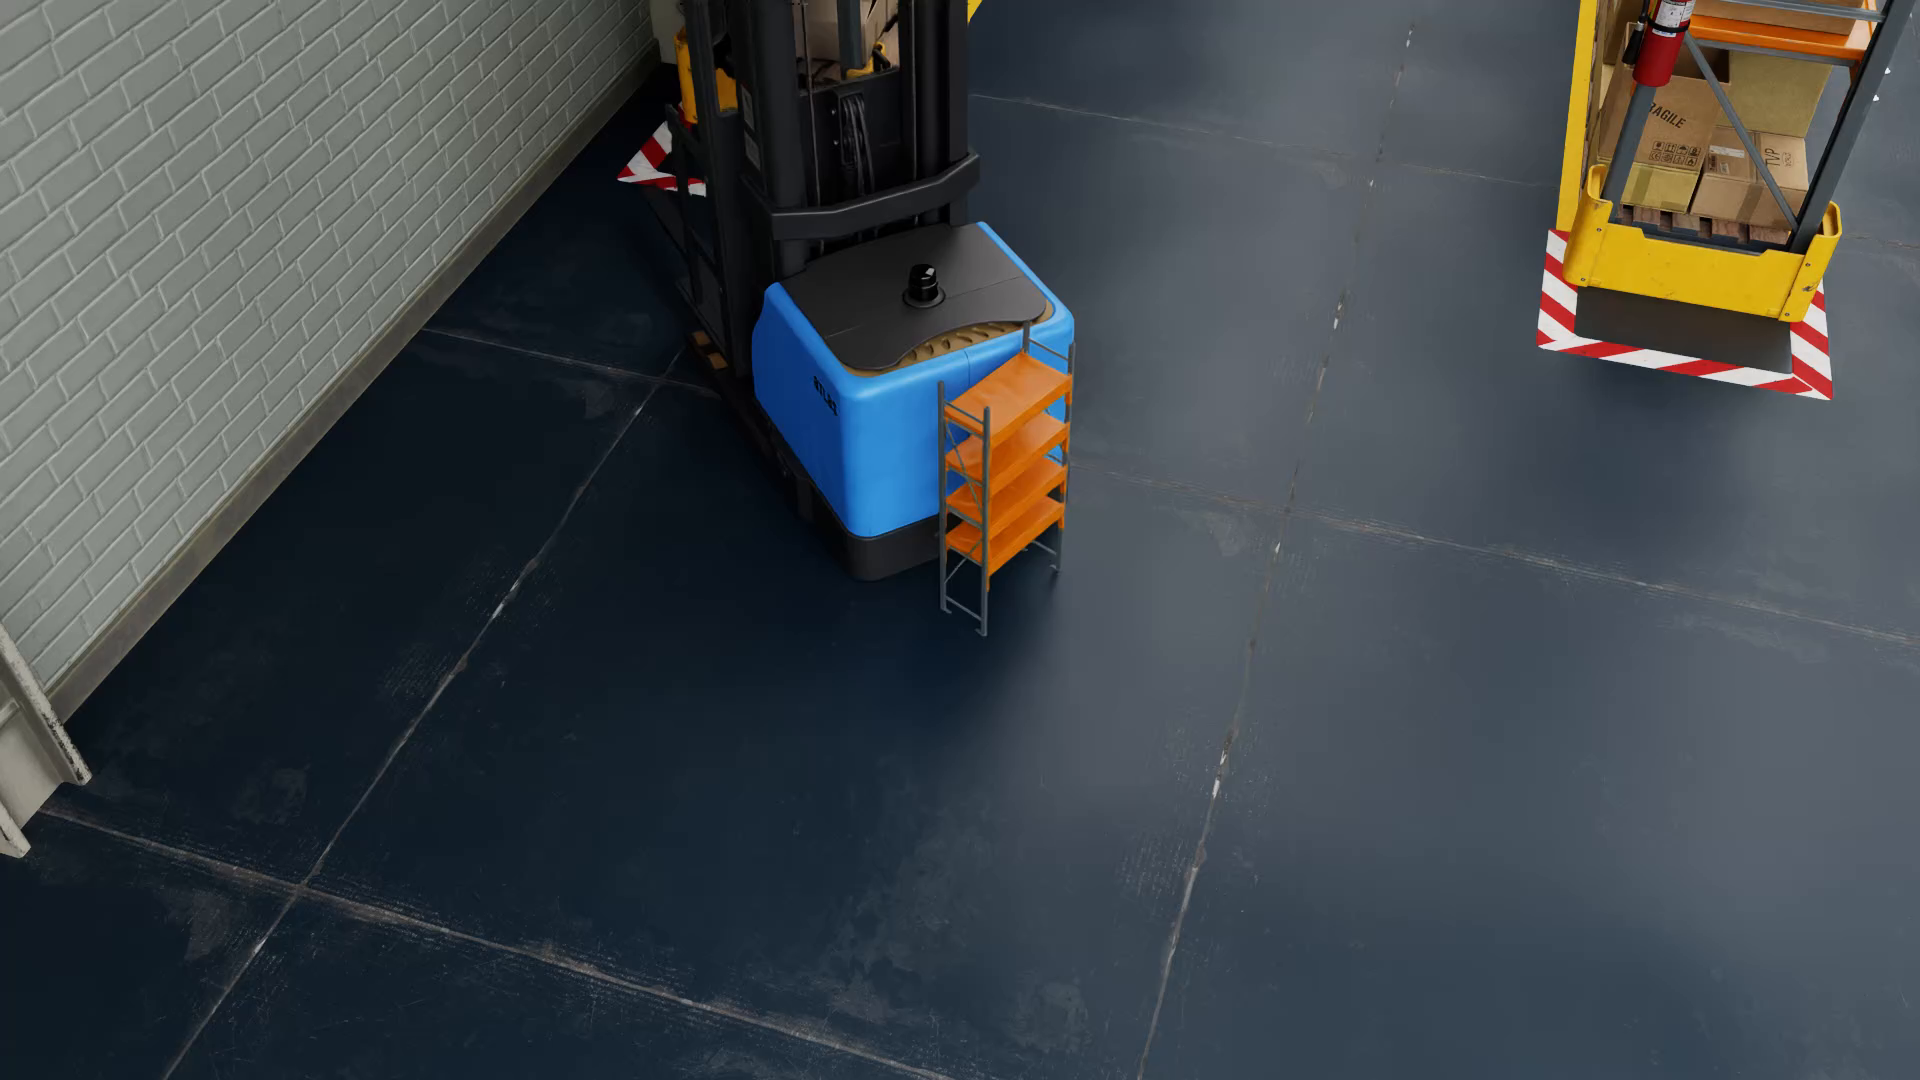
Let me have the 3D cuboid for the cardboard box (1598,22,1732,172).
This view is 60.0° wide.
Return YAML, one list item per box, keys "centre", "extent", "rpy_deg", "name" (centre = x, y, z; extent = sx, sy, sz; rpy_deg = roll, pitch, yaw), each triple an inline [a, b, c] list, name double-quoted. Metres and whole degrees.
- centre: [3.568, -2.251, 8.434]
  extent: [0.500, 0.500, 0.500]
  rpy_deg: [13, 46, 13]
  name: "cardboard box"

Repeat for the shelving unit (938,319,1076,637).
- centre: [0.174, -0.222, 6.518]
  extent: [0.258, 1.200, 0.503]
  rpy_deg: [31, 52, 28]
  name: "shelving unit"

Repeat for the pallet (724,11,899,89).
- centre: [-0.731, -3.029, 10.094]
  extent: [1.003, 0.211, 1.213]
  rpy_deg: [13, 46, 13]
  name: "pallet"

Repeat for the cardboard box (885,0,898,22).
- centre: [-0.565, -3.460, 10.148]
  extent: [0.500, 0.311, 0.500]
  rpy_deg: [16, 47, 16]
  name: "cardboard box"

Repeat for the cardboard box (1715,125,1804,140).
- centre: [4.211, -2.206, 8.925]
  extent: [0.500, 0.250, 0.500]
  rpy_deg: [13, 46, 13]
  name: "cardboard box"

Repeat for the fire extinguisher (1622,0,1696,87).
- centre: [3.210, -2.387, 7.499]
  extent: [0.296, 0.674, 0.183]
  rpy_deg: [13, 46, 13]
  name: "fire extinguisher"

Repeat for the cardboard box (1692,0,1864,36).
- centre: [3.843, -2.739, 7.732]
  extent: [0.700, 0.500, 0.500]
  rpy_deg: [13, 46, 13]
  name: "cardboard box"

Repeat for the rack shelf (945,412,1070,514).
- centre: [0.174, -0.333, 6.408]
  extent: [0.258, 0.148, 0.480]
  rpy_deg: [31, 52, 28]
  name: "rack shelf"

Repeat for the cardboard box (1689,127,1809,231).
- centre: [4.063, -1.872, 8.583]
  extent: [0.500, 0.250, 0.500]
  rpy_deg: [13, 46, 13]
  name: "cardboard box"

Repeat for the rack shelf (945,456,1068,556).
- centre: [0.174, -0.174, 6.565]
  extent: [0.258, 0.148, 0.480]
  rpy_deg: [31, 52, 28]
  name: "rack shelf"

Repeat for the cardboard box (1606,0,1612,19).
- centre: [4.009, -3.253, 9.458]
  extent: [0.500, 0.500, 0.500]
  rpy_deg: [13, 46, 13]
  name: "cardboard box"

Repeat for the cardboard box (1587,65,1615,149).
- centre: [3.710, -2.318, 9.039]
  extent: [0.500, 0.250, 0.500]
  rpy_deg: [13, 46, 13]
  name: "cardboard box"

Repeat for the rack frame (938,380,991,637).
- centre: [0.014, -0.093, 6.386]
  extent: [0.240, 1.200, 0.015]
  rpy_deg: [31, 52, 28]
  name: "rack frame"

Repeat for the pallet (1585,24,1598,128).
- centre: [4.252, -2.727, 9.785]
  extent: [1.003, 0.211, 1.213]
  rpy_deg: [13, 46, 13]
  name: "pallet"

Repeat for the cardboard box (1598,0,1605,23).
- centre: [4.158, -3.319, 10.062]
  extent: [0.500, 0.250, 0.500]
  rpy_deg: [13, 46, 13]
  name: "cardboard box"

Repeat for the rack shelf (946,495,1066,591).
- centre: [0.174, -0.032, 6.704]
  extent: [0.258, 0.148, 0.480]
  rpy_deg: [31, 52, 28]
  name: "rack shelf"

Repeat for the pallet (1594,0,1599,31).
- centre: [4.620, -3.543, 10.619]
  extent: [1.003, 0.211, 1.213]
  rpy_deg: [13, 46, 13]
  name: "pallet"

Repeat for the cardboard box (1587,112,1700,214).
- centre: [3.570, -1.982, 8.696]
  extent: [0.500, 0.250, 0.500]
  rpy_deg: [13, 46, 13]
  name: "cardboard box"

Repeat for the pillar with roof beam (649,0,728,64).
- centre: [2.457, -5.324, 6.155]
  extent: [9.100, 9.000, 0.400]
  rpy_deg: [13, 46, 13]
  name: "pillar with roof beam"

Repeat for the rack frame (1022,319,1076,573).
- centre: [0.335, -0.350, 6.649]
  extent: [0.240, 1.200, 0.015]
  rpy_deg: [31, 52, 28]
  name: "rack frame"

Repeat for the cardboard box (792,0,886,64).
- centre: [-0.738, -3.080, 9.759]
  extent: [0.500, 0.311, 0.500]
  rpy_deg: [8, 45, 8]
  name: "cardboard box"

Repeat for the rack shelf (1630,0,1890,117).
- centre: [4.295, -3.471, 9.065]
  extent: [1.077, 0.370, 4.000]
  rpy_deg: [13, 46, 13]
  name: "rack shelf"

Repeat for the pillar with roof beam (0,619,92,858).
- centre: [0.640, -1.324, 2.068]
  extent: [9.100, 9.000, 0.400]
  rpy_deg: [13, 46, 13]
  name: "pillar with roof beam"

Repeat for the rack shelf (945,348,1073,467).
- centre: [0.174, -0.503, 6.243]
  extent: [0.258, 0.148, 0.480]
  rpy_deg: [31, 52, 28]
  name: "rack shelf"

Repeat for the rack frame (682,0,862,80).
- centre: [-1.033, -3.441, 8.521]
  extent: [1.000, 3.000, 0.127]
  rpy_deg: [13, 46, 13]
  name: "rack frame"

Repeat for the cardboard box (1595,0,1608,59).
- centre: [4.013, -2.984, 9.720]
  extent: [0.500, 0.250, 0.500]
  rpy_deg: [13, 46, 13]
  name: "cardboard box"

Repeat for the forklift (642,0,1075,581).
- centre: [-0.664, -1.907, 7.003]
  extent: [1.130, 2.935, 3.031]
  rpy_deg: [-20, 48, -19]
  name: "forklift"

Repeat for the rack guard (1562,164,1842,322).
- centre: [3.682, -1.485, 8.309]
  extent: [1.175, 0.500, 0.348]
  rpy_deg: [13, 46, 13]
  name: "rack guard"

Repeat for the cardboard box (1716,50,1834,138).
- centre: [4.213, -2.474, 8.662]
  extent: [0.500, 0.500, 0.500]
  rpy_deg: [13, 46, 13]
  name: "cardboard box"

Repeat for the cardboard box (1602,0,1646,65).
- centre: [3.857, -2.920, 9.118]
  extent: [0.500, 0.500, 0.500]
  rpy_deg: [13, 46, 13]
  name: "cardboard box"

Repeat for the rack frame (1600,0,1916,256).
- centre: [3.689, -2.395, 7.451]
  extent: [1.000, 3.000, 0.127]
  rpy_deg: [13, 46, 13]
  name: "rack frame"

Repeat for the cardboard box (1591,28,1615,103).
- centre: [3.859, -2.652, 9.380]
  extent: [0.500, 0.250, 0.500]
  rpy_deg: [13, 46, 13]
  name: "cardboard box"

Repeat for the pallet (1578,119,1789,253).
- centre: [3.881, -1.917, 8.957]
  extent: [1.003, 0.211, 1.213]
  rpy_deg: [13, 46, 13]
  name: "pallet"

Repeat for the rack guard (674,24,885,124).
- centre: [-1.010, -2.599, 9.447]
  extent: [1.175, 0.500, 0.348]
  rpy_deg: [13, 46, 13]
  name: "rack guard"
